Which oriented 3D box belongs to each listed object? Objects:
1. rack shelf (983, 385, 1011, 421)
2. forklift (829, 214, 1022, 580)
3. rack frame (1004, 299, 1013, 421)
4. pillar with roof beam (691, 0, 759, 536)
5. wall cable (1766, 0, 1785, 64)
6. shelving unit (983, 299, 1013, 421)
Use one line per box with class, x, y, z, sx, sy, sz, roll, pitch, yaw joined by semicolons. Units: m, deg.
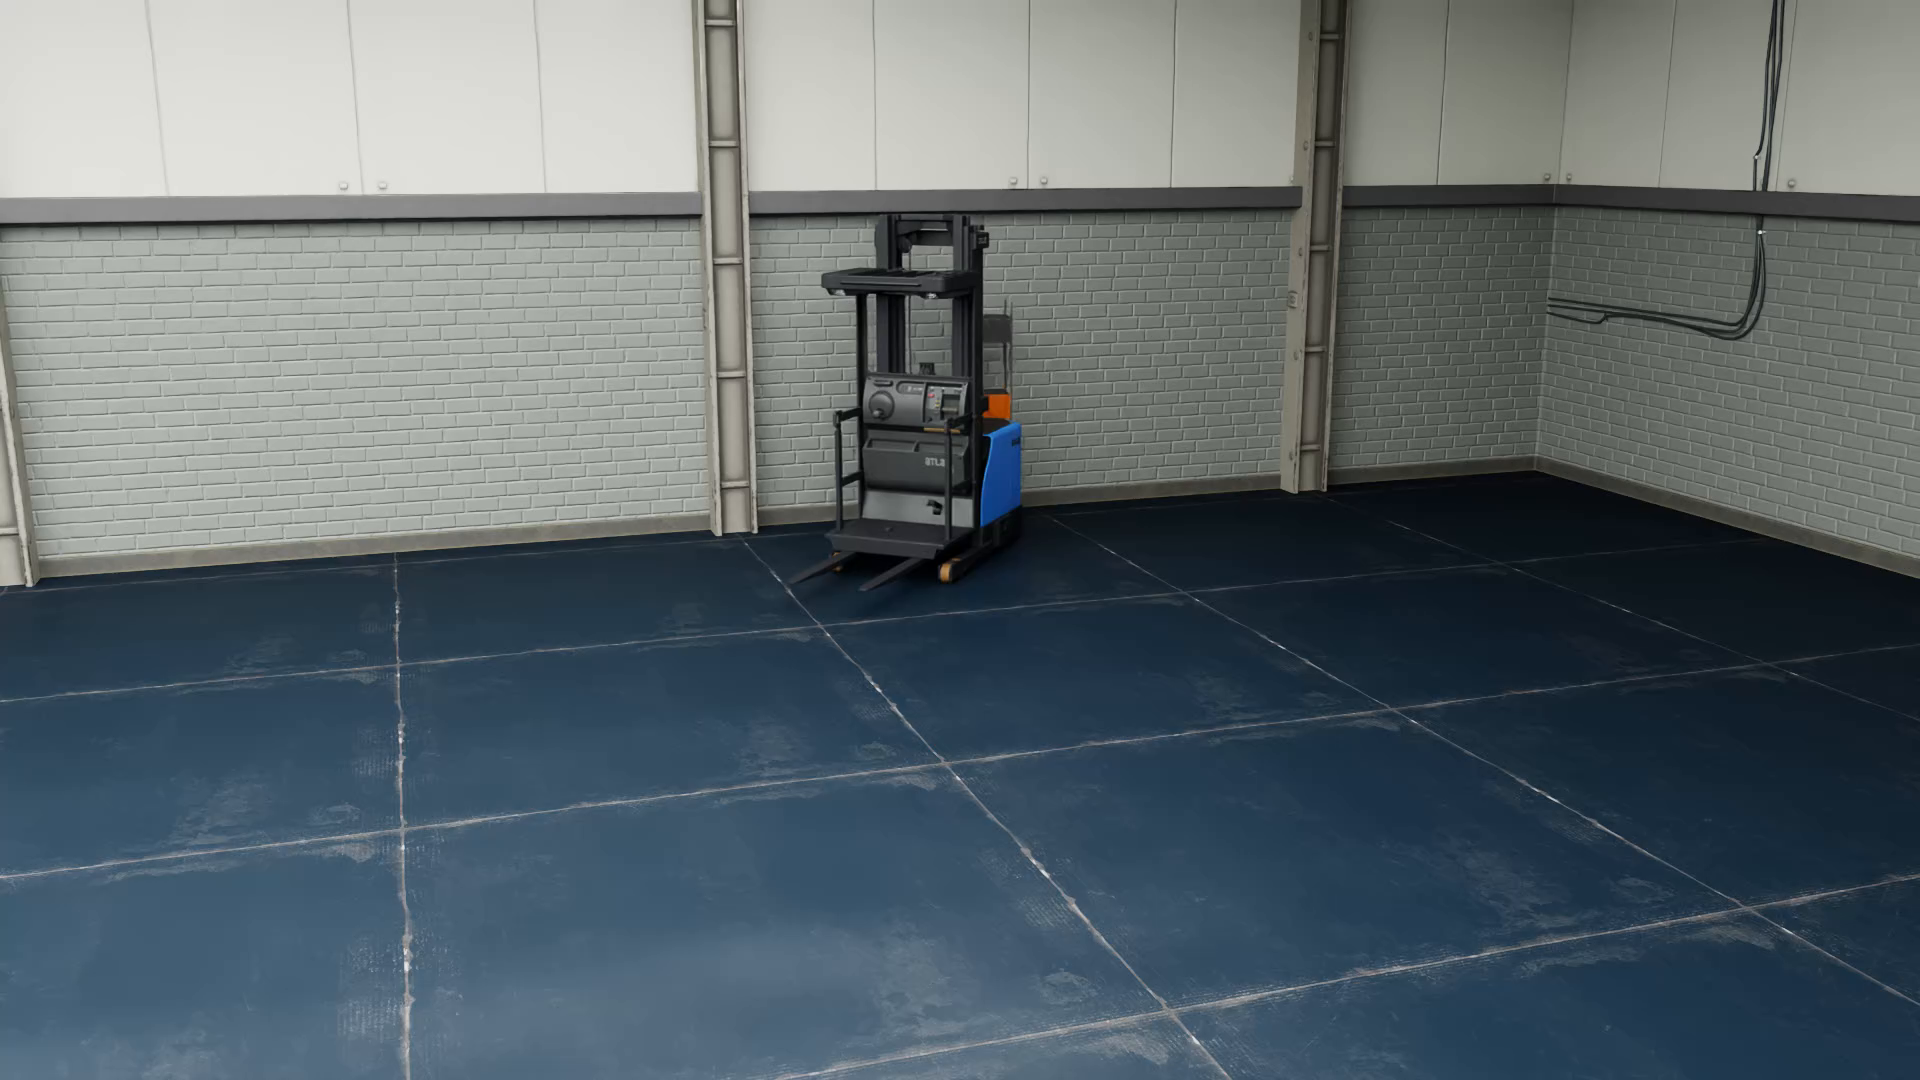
rack shelf;0.207;-1.164;15.557;0.480;0.518;0.431;-2;13;-7
forklift;-0.453;-1.182;13.778;1.130;2.935;3.031;5;14;21
rack frame;0.449;-1.184;15.584;0.015;2.100;0.400;-2;13;-7
pillar with roof beam;-0.732;-3.520;10.493;0.400;9.000;9.100;-4;14;-18
wall cable;7.658;-5.187;13.300;0.112;2.526;3.097;-4;14;-18
shelving unit;0.212;-1.177;15.555;0.492;2.100;0.431;-2;13;-7
